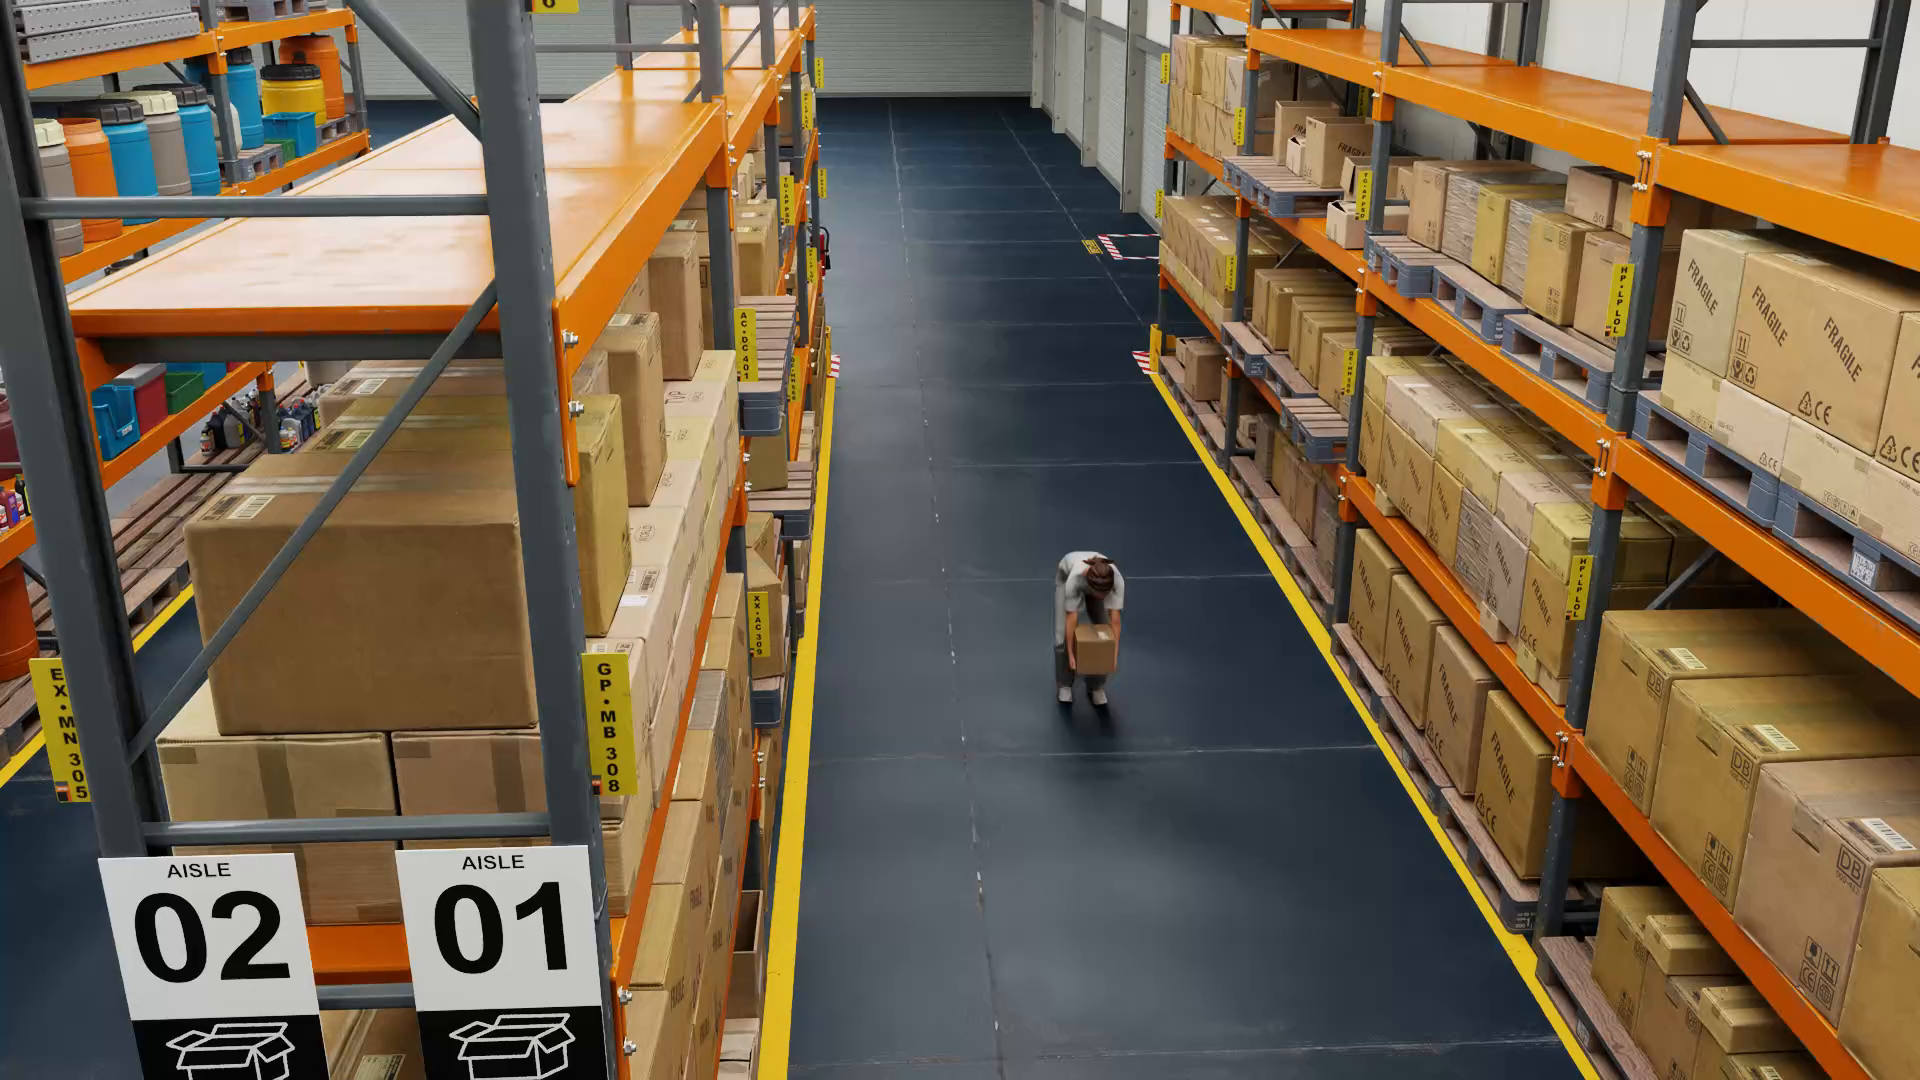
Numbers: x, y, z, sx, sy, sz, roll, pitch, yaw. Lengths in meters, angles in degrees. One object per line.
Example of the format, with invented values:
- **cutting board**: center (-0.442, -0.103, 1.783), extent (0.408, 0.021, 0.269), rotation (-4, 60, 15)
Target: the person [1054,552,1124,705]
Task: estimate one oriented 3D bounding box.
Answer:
- **person**: center (0.852, 0.583, 11.071), extent (0.432, 1.169, 0.848), rotation (-2, 21, -5)
